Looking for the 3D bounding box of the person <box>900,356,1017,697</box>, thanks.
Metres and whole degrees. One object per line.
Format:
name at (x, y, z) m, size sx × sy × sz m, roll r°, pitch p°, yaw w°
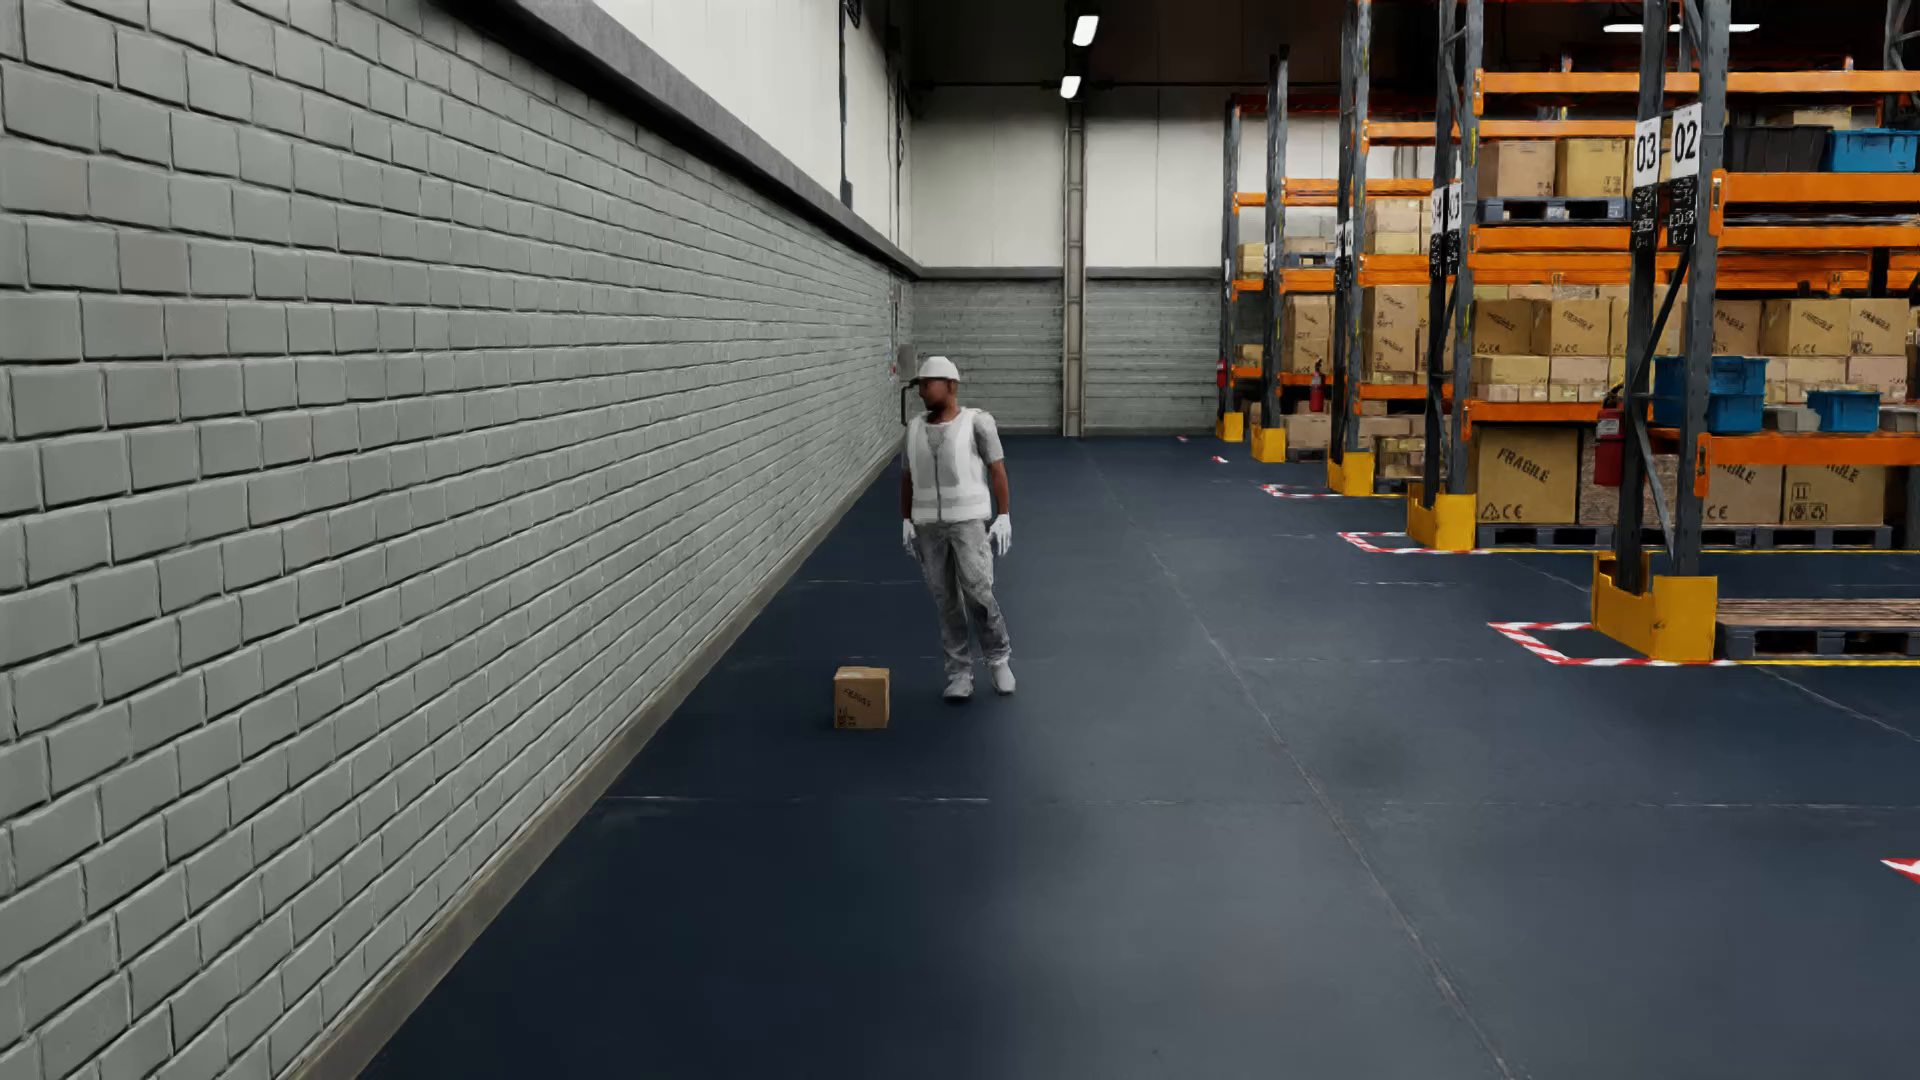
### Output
person at (-0.028, -0.068, 8.694) m, size 0.625 × 1.776 × 0.456 m, roll 3°, pitch 8°, yaw 22°
